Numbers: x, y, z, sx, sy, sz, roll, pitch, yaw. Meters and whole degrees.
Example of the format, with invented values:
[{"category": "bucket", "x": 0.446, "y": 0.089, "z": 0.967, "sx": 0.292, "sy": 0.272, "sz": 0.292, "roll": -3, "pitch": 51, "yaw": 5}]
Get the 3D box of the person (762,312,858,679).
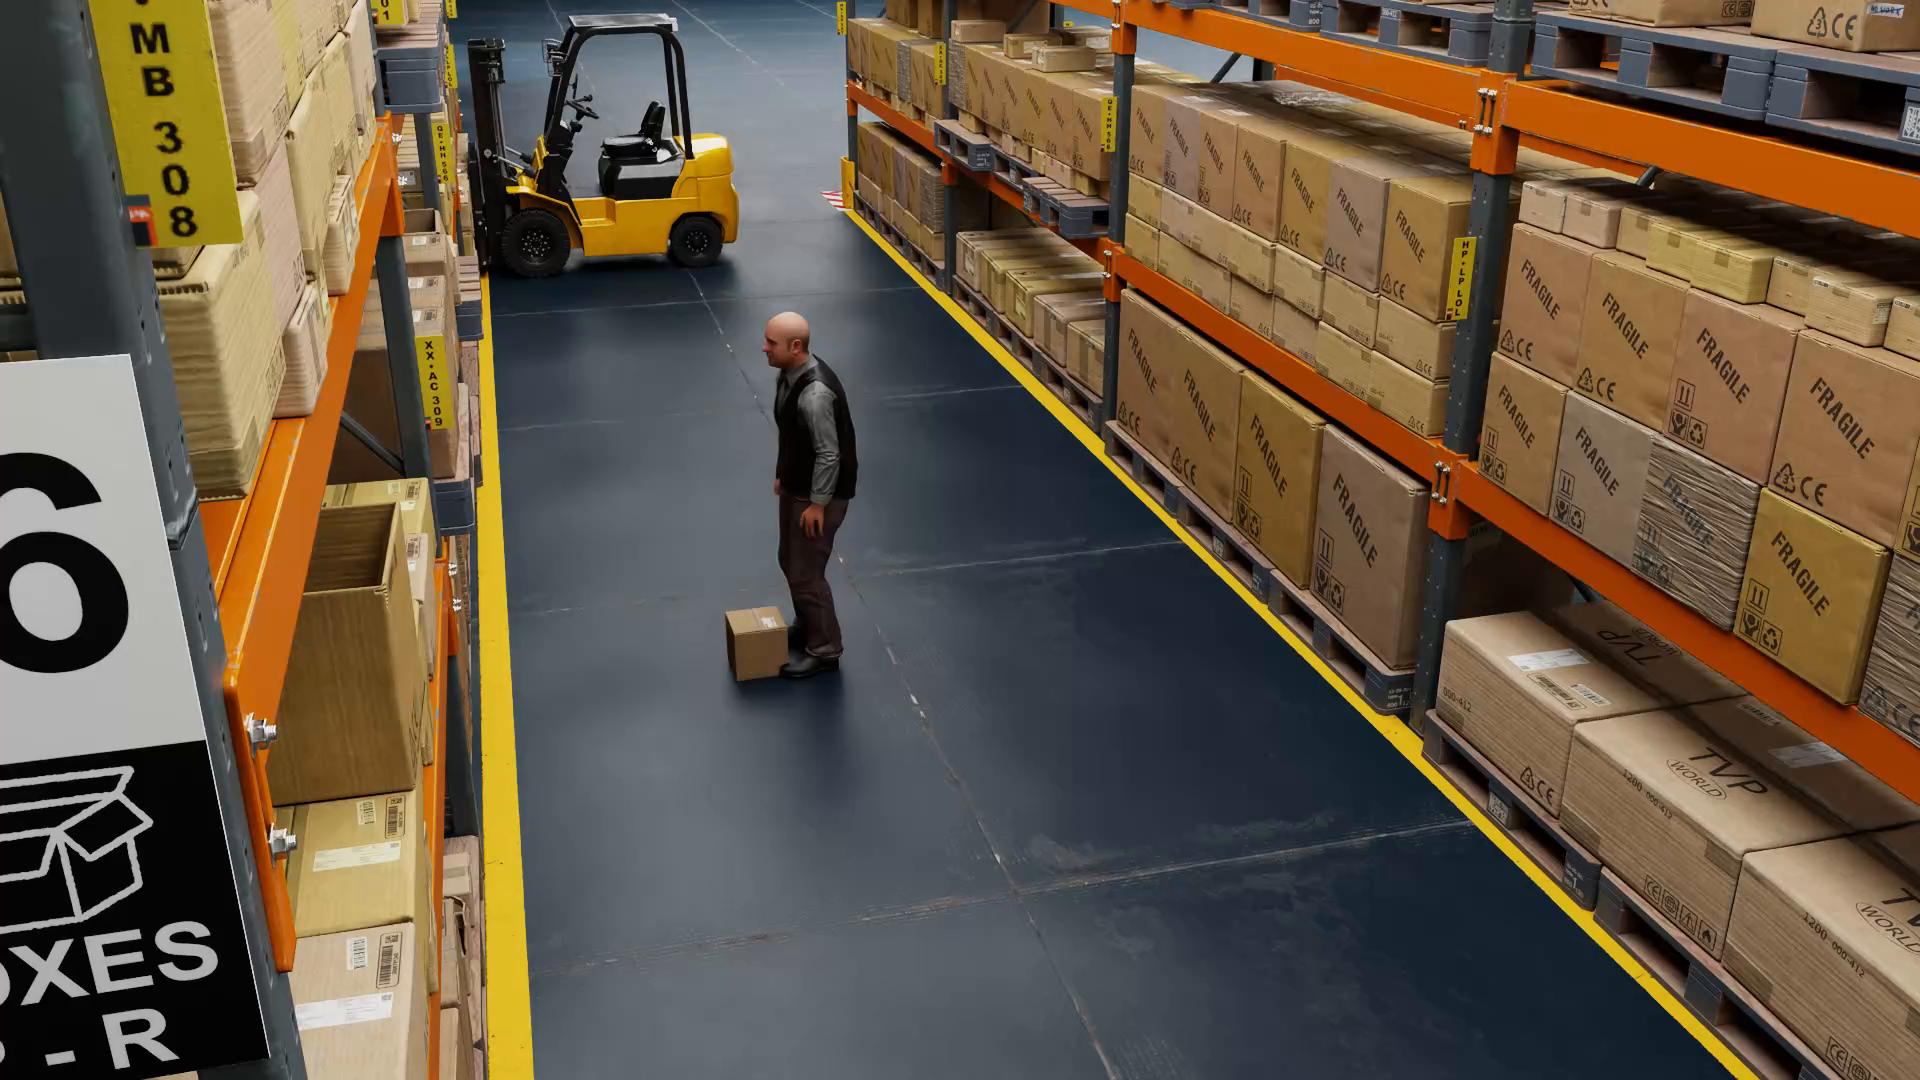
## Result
[{"category": "person", "x": -0.690, "y": -0.219, "z": 7.647, "sx": 0.421, "sy": 1.721, "sz": 0.594, "roll": -8, "pitch": 24, "yaw": -17}]
